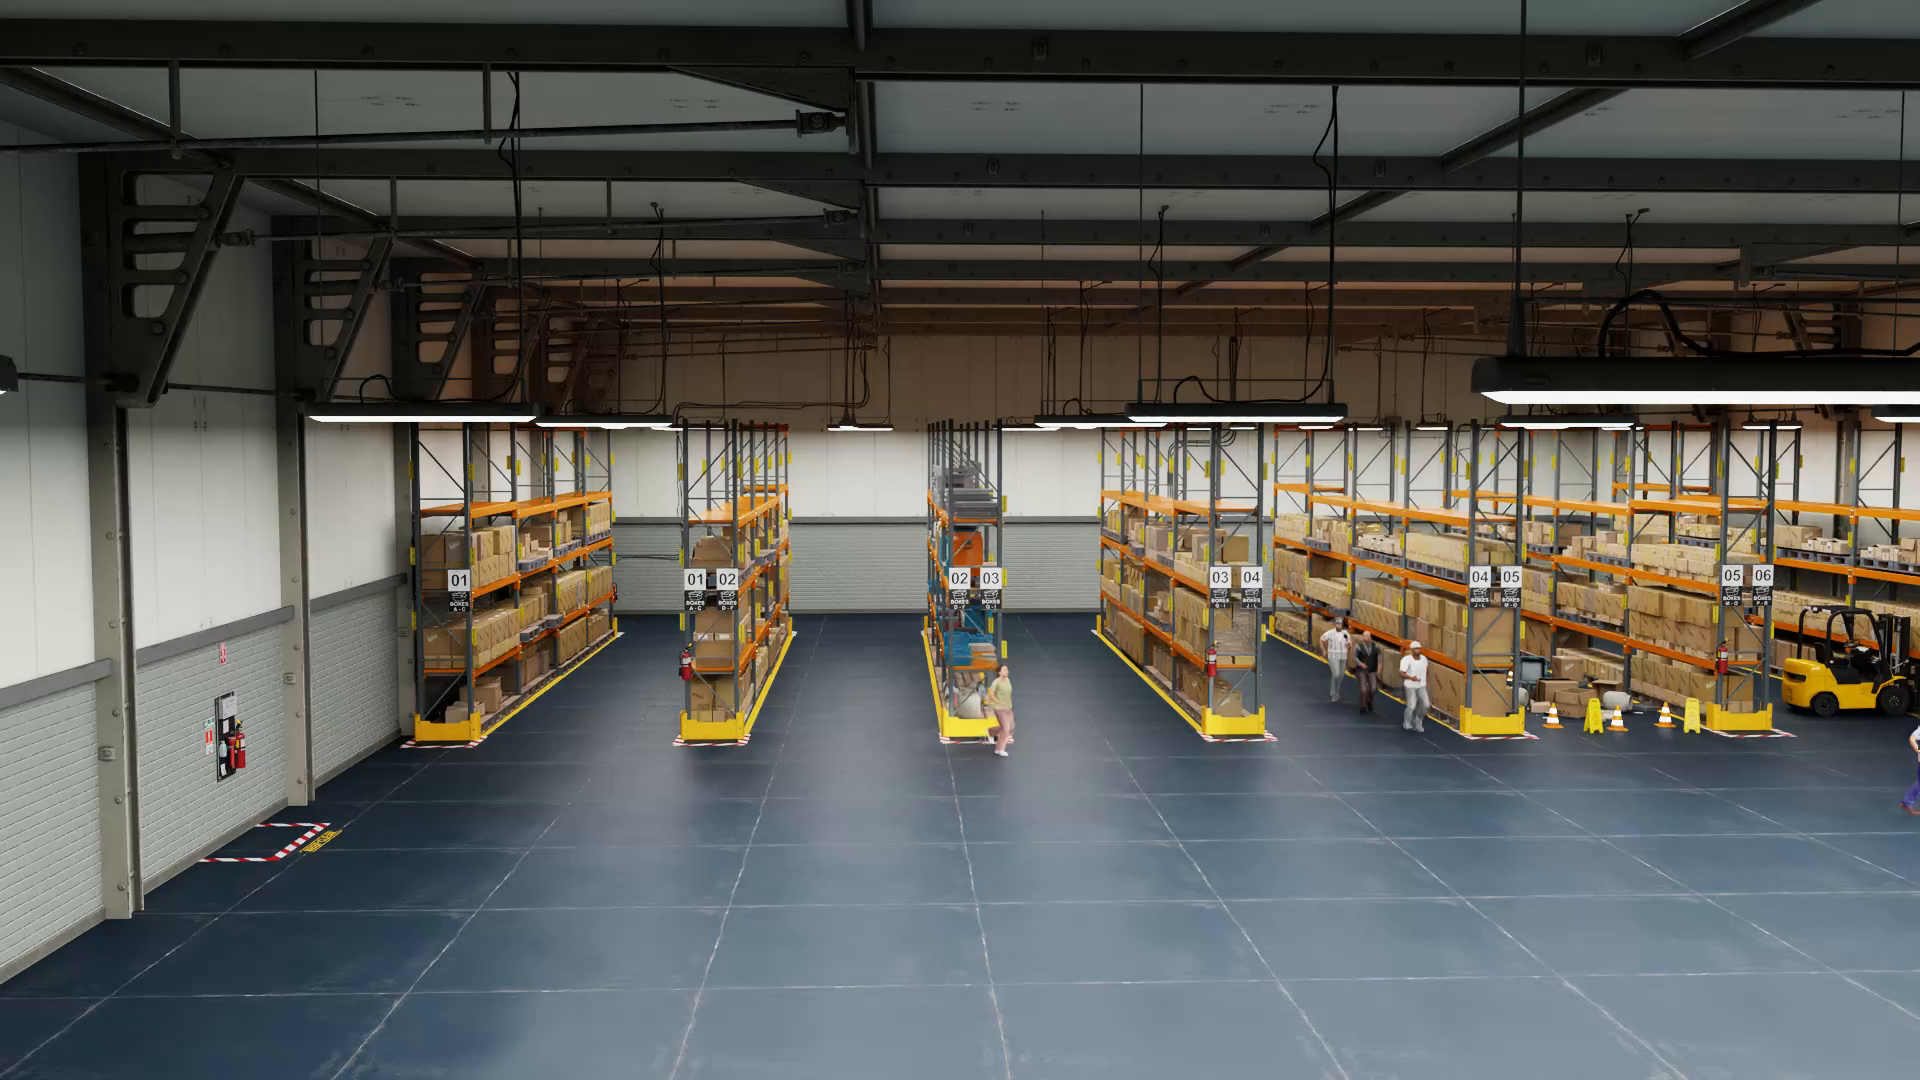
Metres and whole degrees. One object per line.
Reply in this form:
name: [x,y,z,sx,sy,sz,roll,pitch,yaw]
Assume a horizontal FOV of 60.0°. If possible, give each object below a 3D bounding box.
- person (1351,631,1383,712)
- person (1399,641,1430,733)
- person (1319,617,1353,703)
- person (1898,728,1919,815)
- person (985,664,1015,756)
person: [8.335,2.700,33.952,0.686,1.680,0.603,0,4,1]
person: [8.737,2.820,31.784,0.734,1.781,0.684,-1,4,-15]
person: [8.094,2.567,35.633,0.631,1.850,0.768,-1,4,-14]
person: [14.310,3.341,24.565,0.764,1.690,0.579,2,4,33]
person: [0.708,3.021,29.702,0.627,1.638,0.596,3,5,41]
